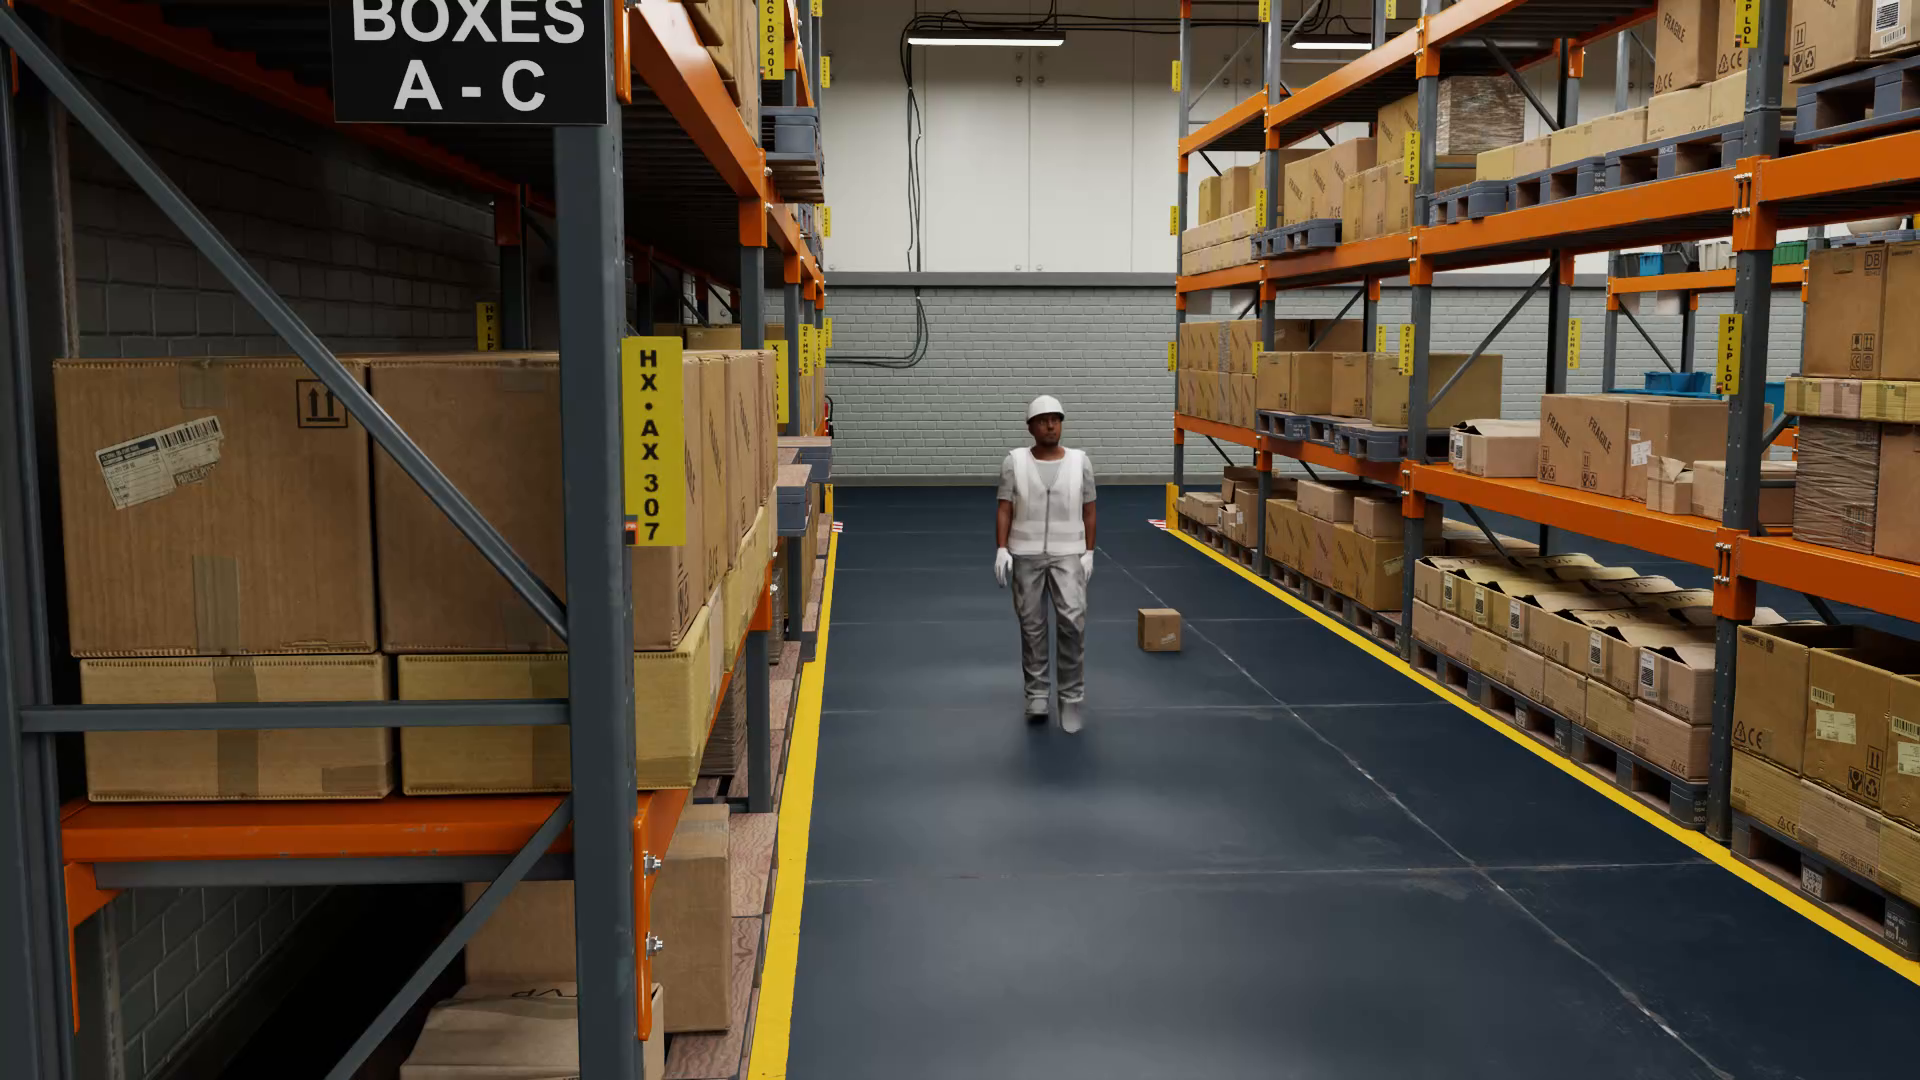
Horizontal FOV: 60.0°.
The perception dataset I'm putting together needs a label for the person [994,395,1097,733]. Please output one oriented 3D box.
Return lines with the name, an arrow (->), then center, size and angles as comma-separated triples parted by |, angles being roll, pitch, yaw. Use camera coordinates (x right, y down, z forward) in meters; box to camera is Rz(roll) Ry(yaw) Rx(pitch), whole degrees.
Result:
person -> 0.469, 0.133, 9.086 | 0.553, 1.839, 0.490 | 1, 7, 4
